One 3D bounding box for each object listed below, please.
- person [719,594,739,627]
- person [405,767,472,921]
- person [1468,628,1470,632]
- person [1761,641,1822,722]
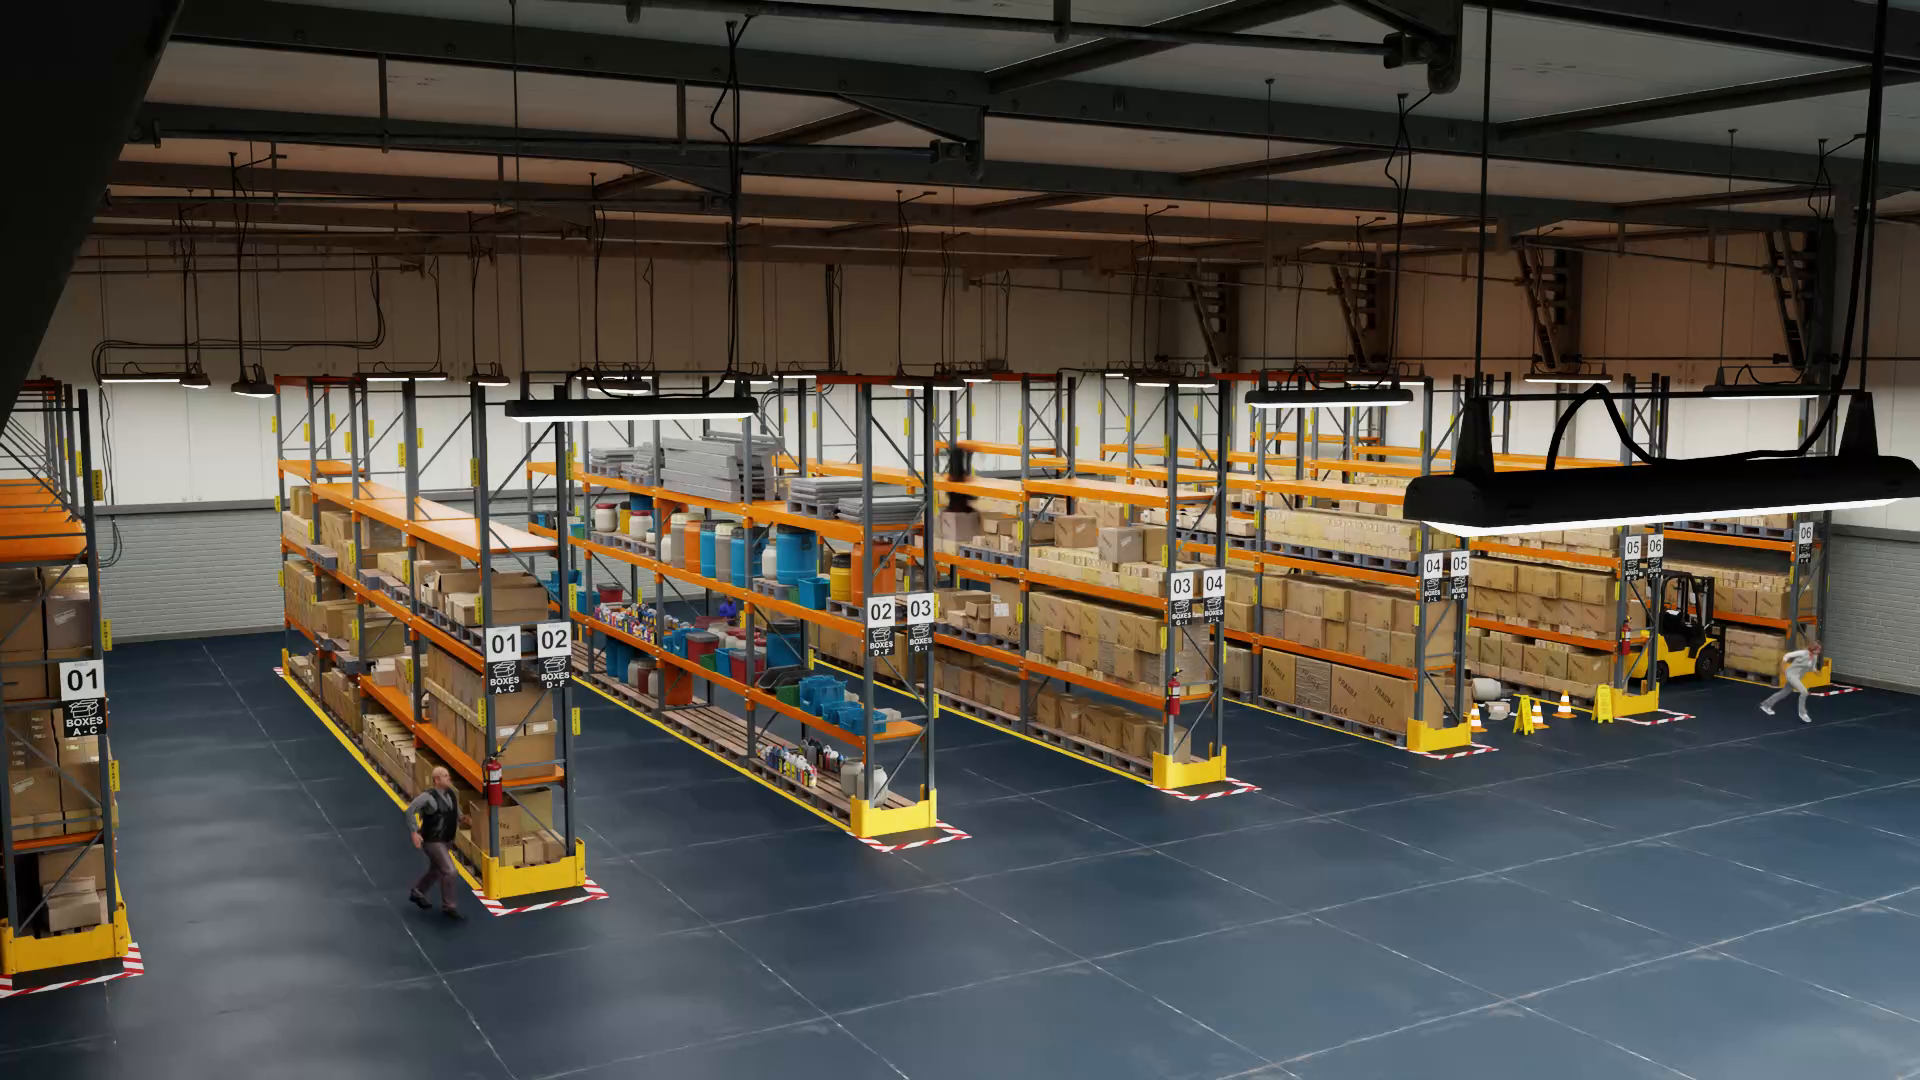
[{"bbox_3d":[-4.755,1.823,33.969,0.511,1.607,0.913,-5,8,-39],"label":"person"},{"bbox_3d":[-5.937,3.409,18.841,0.825,1.712,0.673,2,6,15],"label":"person"},{"bbox_3d":[11.060,1.415,37.269,0.575,1.666,0.866,-5,8,-40],"label":"person"},{"bbox_3d":[14.601,2.424,29.128,0.511,1.405,0.997,-4,7,-32],"label":"person"}]
